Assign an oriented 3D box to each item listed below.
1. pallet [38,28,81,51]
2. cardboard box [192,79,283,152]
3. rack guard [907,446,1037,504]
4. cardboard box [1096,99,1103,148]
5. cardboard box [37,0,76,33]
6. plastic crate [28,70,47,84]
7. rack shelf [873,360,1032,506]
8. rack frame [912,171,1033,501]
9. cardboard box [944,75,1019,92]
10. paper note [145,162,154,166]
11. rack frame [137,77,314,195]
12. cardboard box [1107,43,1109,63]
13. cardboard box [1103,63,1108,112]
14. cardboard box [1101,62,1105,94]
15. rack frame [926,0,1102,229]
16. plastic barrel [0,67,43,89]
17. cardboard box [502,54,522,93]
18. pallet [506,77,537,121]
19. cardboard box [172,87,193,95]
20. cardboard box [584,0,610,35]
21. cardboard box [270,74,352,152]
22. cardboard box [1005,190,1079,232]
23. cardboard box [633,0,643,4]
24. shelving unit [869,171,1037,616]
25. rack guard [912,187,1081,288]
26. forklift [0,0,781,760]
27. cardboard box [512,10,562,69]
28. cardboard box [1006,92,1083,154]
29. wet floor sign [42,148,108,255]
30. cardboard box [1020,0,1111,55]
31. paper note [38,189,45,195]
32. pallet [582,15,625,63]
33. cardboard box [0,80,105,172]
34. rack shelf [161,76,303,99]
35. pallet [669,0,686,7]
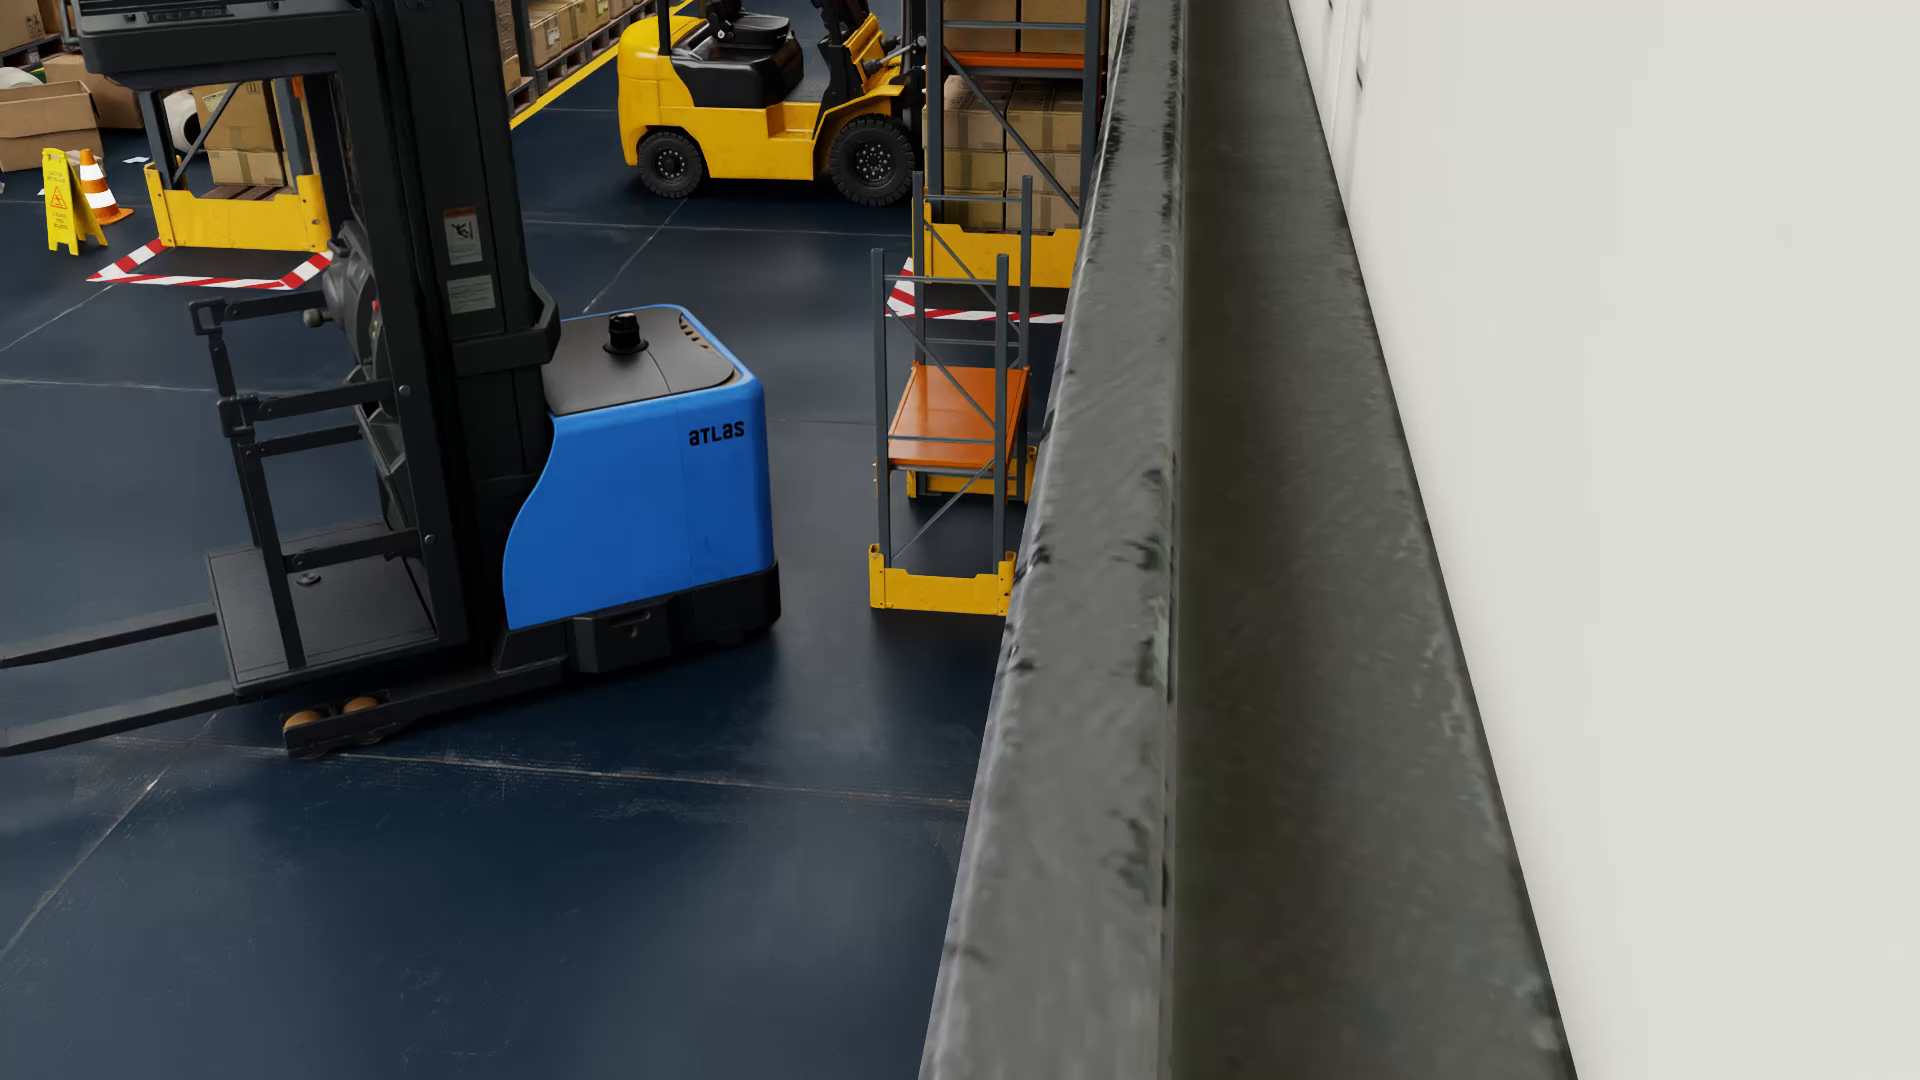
[{"bbox_3d":[-8.887,-5.081,16.458,1.003,0.211,1.213,3,28,6],"label":"pallet"},{"bbox_3d":[-4.779,-2.939,11.208,0.500,0.500,0.500,4,29,7],"label":"cardboard box"},{"bbox_3d":[0.052,-0.309,7.559,0.587,0.250,0.087,3,28,6],"label":"rack guard"},{"bbox_3d":[0.698,-2.838,11.284,0.500,0.250,0.500,4,29,7],"label":"cardboard box"},{"bbox_3d":[-8.945,-5.311,15.874,1.050,0.750,0.750,3,28,6],"label":"cardboard box"},{"bbox_3d":[-7.775,-3.994,14.406,0.450,0.188,0.662,9,28,37],"label":"plastic crate"},{"bbox_3d":[-0.010,-0.462,6.905,0.538,0.185,1.000,3,28,6],"label":"rack shelf"},{"bbox_3d":[0.052,-0.859,7.264,0.500,1.500,0.032,3,28,6],"label":"rack frame"},{"bbox_3d":[0.112,-2.845,10.771,0.500,0.250,0.500,4,29,7],"label":"cardboard box"},{"bbox_3d":[-6.078,-2.824,12.481,0.032,0.001,0.123,3,28,6],"label":"paper note"},{"bbox_3d":[-4.619,-3.242,10.105,1.000,3.000,0.127,3,28,6],"label":"rack frame"},{"bbox_3d":[0.883,-3.770,12.488,0.500,0.250,0.500,3,28,5],"label":"cardboard box"},{"bbox_3d":[0.831,-3.310,12.161,0.500,0.250,0.500,3,28,6],"label":"cardboard box"},{"bbox_3d":[0.754,-3.296,11.607,0.500,0.250,0.500,3,28,5],"label":"cardboard box"},{"bbox_3d":[0.308,-2.955,9.573,1.000,3.000,0.127,3,28,6],"label":"rack frame"},{"bbox_3d":[-7.670,-3.608,13.500,0.421,0.421,0.512,-24,36,-37],"label":"plastic barrel"},{"bbox_3d":[-3.934,-3.805,13.607,0.500,0.250,0.500,5,29,9],"label":"cardboard box"},{"bbox_3d":[-4.176,-3.579,13.671,1.003,0.211,1.213,3,28,6],"label":"pallet"},{"bbox_3d":[-6.359,-3.662,13.768,0.258,0.266,0.396,-17,33,-29],"label":"cardboard box"},{"bbox_3d":[-3.899,-5.066,15.818,0.950,0.372,0.625,4,29,8],"label":"cardboard box"},{"bbox_3d":[-4.243,-2.921,11.175,0.500,0.500,0.500,2,28,4],"label":"cardboard box"},{"bbox_3d":[0.562,-2.149,10.533,0.500,0.250,0.500,3,29,6],"label":"cardboard box"},{"bbox_3d":[-3.718,-5.770,17.126,0.950,0.372,0.625,1,28,3],"label":"cardboard box"},{"bbox_3d":[-0.009,-0.624,6.828,0.587,1.500,1.083,3,28,6],"label":"shelving unit"},{"bbox_3d":[0.305,-1.843,10.145,1.175,0.500,0.348,3,28,6],"label":"rack guard"},{"bbox_3d":[-2.257,-0.809,5.660,3.031,2.935,1.130,-14,31,-24],"label":"forklift"},{"bbox_3d":[-4.067,-4.400,14.582,0.950,0.372,0.625,4,29,7],"label":"cardboard box"},{"bbox_3d":[0.555,-2.585,10.288,0.500,0.250,0.500,3,28,5],"label":"cardboard box"},{"bbox_3d":[-5.704,-2.178,10.613,0.267,0.644,0.232,14,31,24],"label":"wet floor sign"},{"bbox_3d":[0.644,-3.216,9.952,0.500,0.500,0.500,4,29,8],"label":"cardboard box"},{"bbox_3d":[-6.478,-2.495,11.850,0.148,0.019,0.142,-6,29,-11],"label":"paper note"},{"bbox_3d":[-3.888,-4.840,16.011,1.003,0.211,1.213,3,28,6],"label":"pallet"},{"bbox_3d":[-6.916,-3.117,12.505,0.797,0.503,0.637,-17,33,-29],"label":"cardboard box"},{"bbox_3d":[-4.374,-3.867,12.023,1.077,0.370,4.000,3,28,6],"label":"rack shelf"},{"bbox_3d":[-3.467,-6.147,18.437,1.003,0.211,1.213,3,28,6],"label":"pallet"}]
